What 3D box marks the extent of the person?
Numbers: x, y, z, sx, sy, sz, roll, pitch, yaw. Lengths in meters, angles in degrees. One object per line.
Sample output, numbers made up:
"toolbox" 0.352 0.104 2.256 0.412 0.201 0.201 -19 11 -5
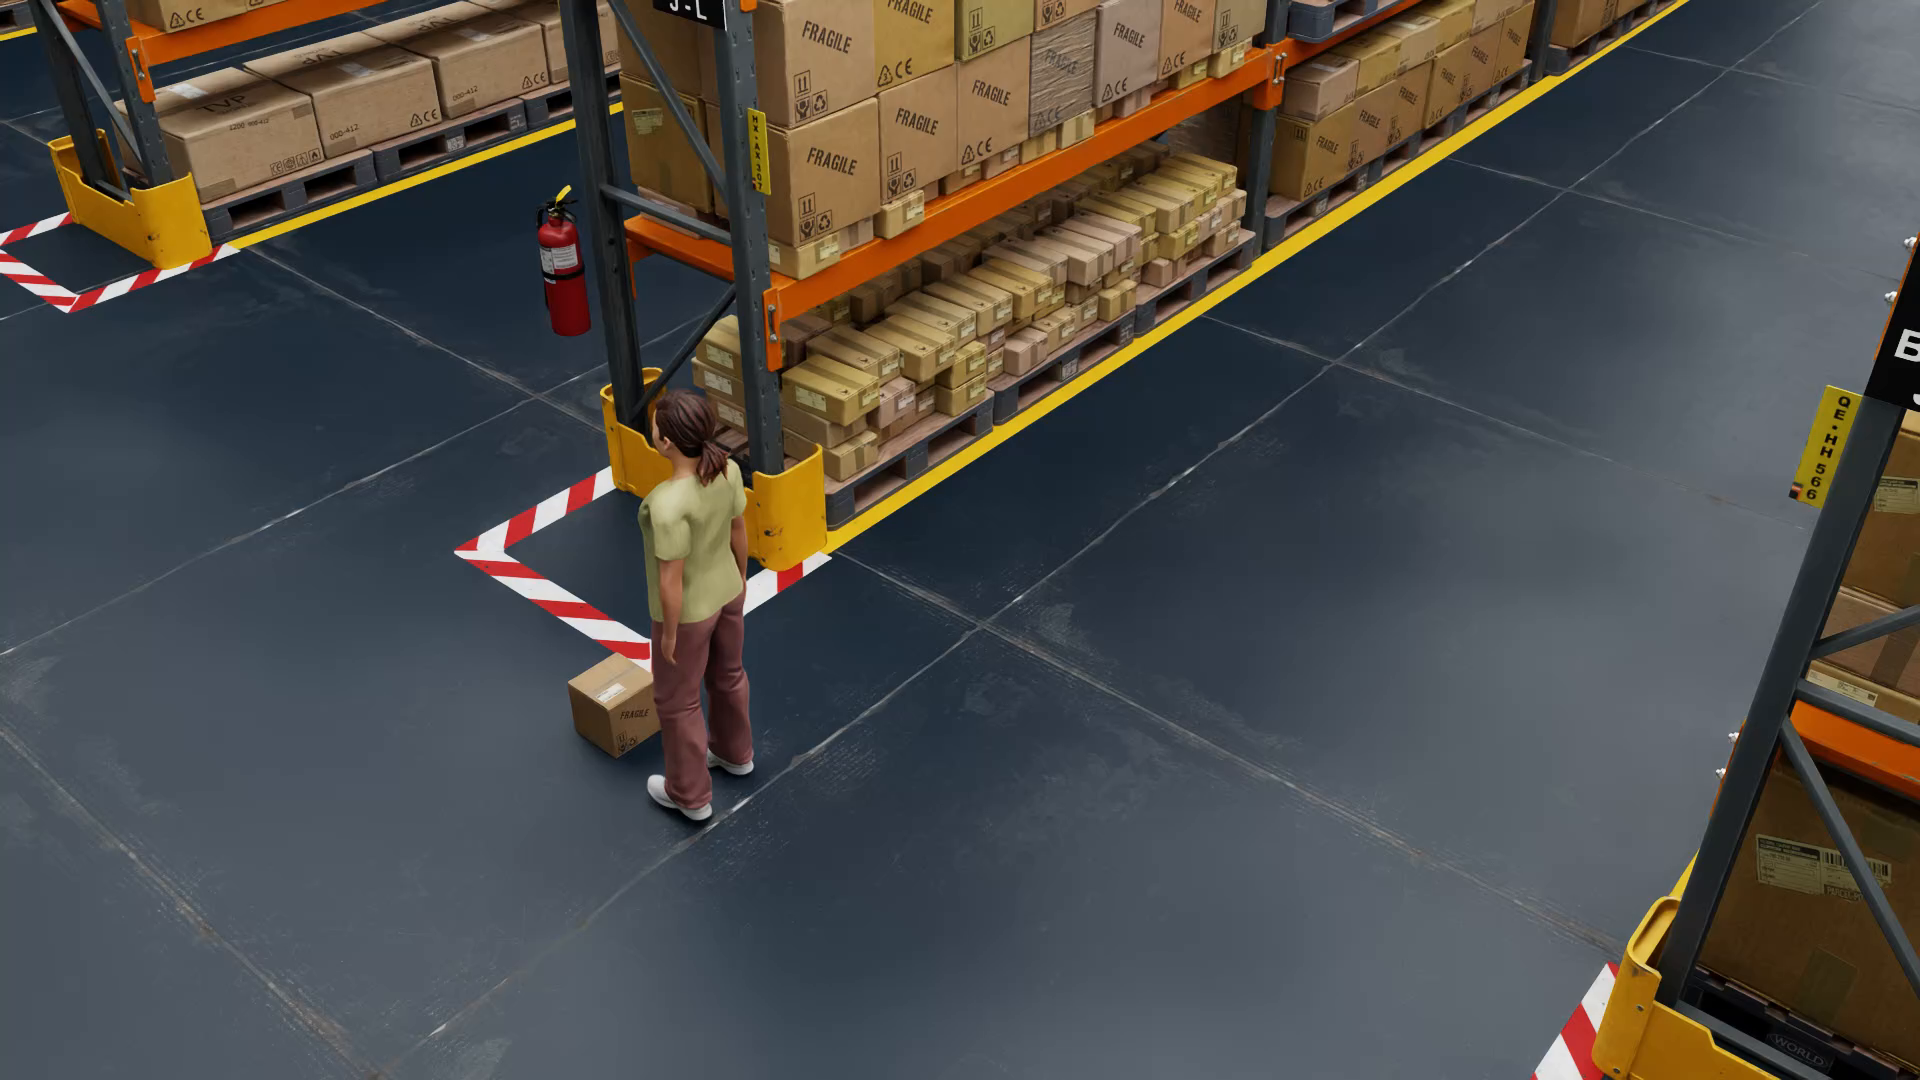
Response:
"person" -0.935 0.223 5.810 0.399 1.676 0.478 20 40 26
